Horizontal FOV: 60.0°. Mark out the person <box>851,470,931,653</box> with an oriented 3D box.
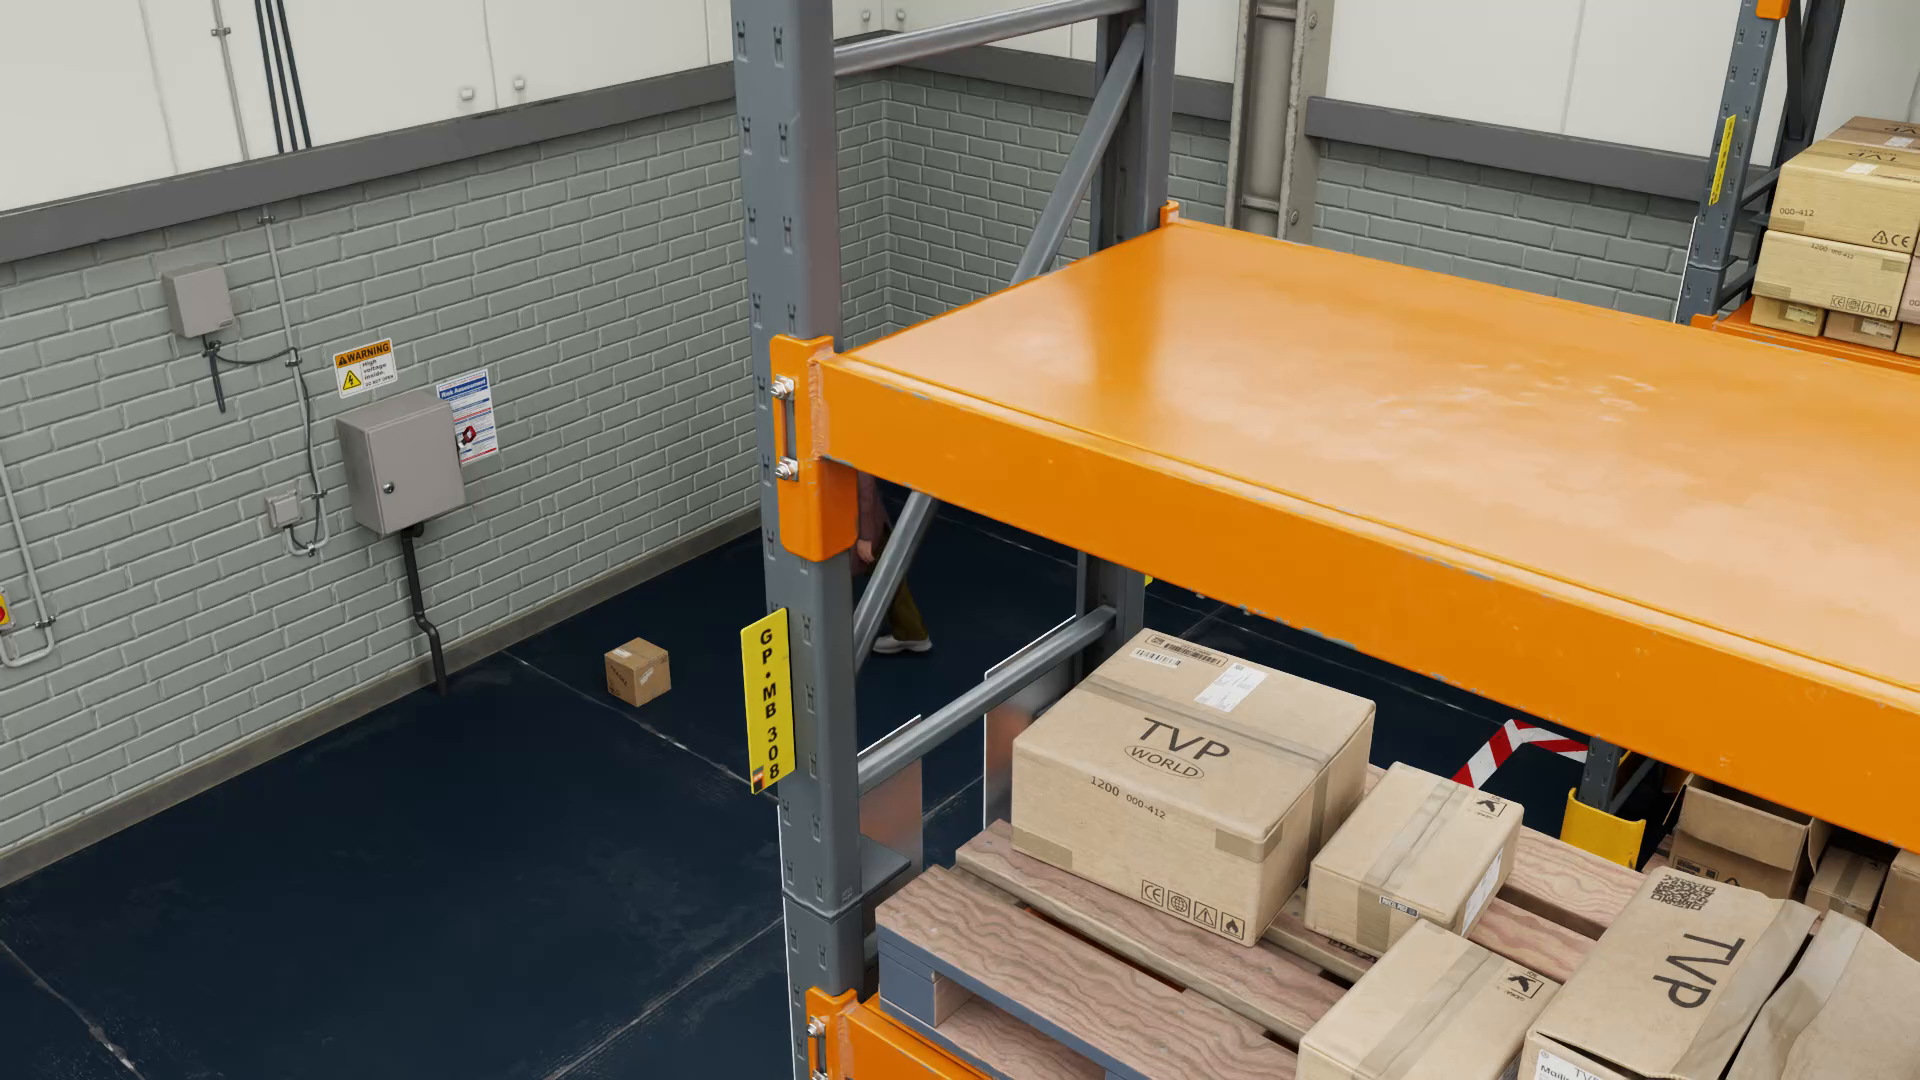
[{"bbox_3d":[-0.671,-0.102,9.225,1.002,1.732,0.597,0,27,0],"label":"person"}]
